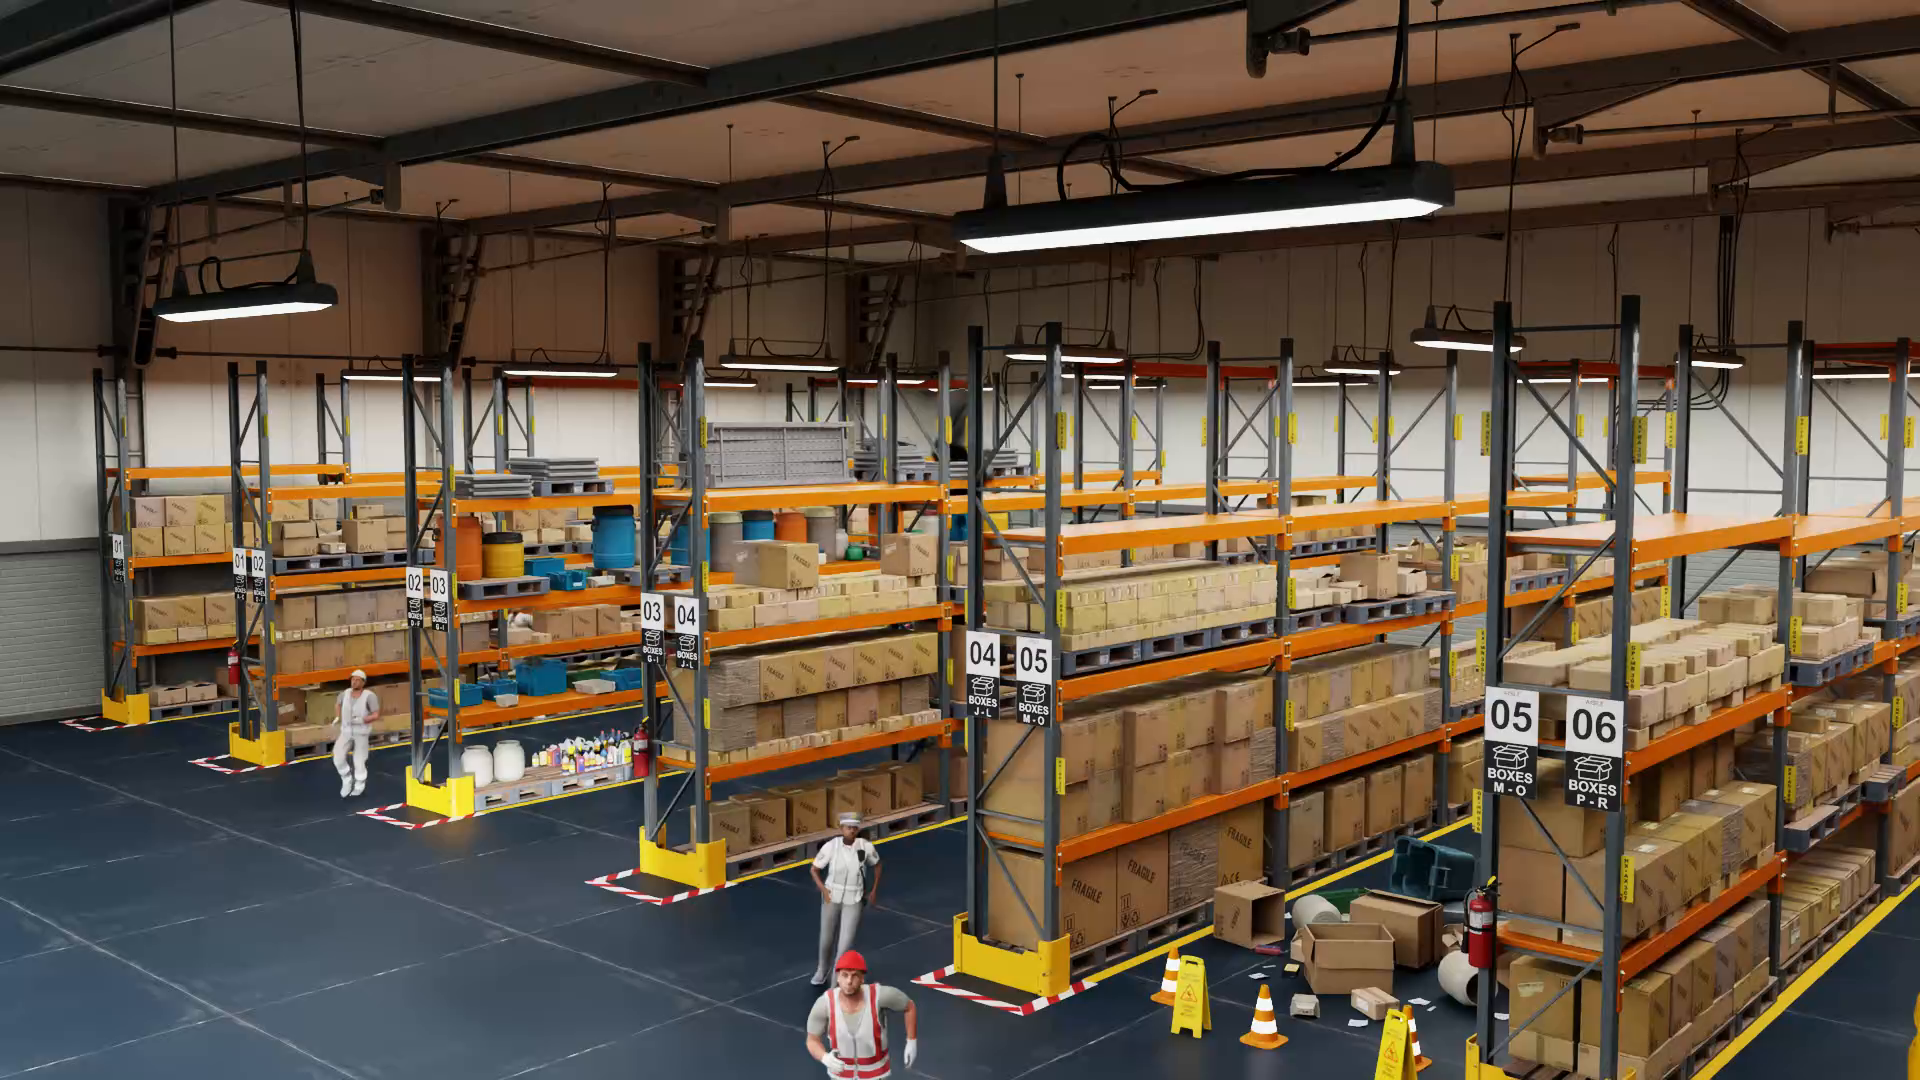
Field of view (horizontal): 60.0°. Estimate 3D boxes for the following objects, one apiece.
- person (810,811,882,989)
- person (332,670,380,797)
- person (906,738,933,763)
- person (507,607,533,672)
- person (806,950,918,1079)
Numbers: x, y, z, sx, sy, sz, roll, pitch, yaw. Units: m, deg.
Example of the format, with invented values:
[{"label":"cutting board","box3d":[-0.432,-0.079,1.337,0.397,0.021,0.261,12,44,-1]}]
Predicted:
[{"label":"person","box3d":[-1.029,3.250,14.876,0.651,1.711,0.687,0,4,1]},{"label":"person","box3d":[-8.190,2.624,22.518,0.674,1.734,0.609,0,4,-2]},{"label":"person","box3d":[-0.702,2.556,24.136,0.680,1.693,0.683,4,6,42]},{"label":"person","box3d":[-8.286,2.014,30.984,0.712,1.773,0.708,3,5,35]},{"label":"person","box3d":[-0.644,3.502,10.746,0.707,1.728,0.657,0,4,3]}]
